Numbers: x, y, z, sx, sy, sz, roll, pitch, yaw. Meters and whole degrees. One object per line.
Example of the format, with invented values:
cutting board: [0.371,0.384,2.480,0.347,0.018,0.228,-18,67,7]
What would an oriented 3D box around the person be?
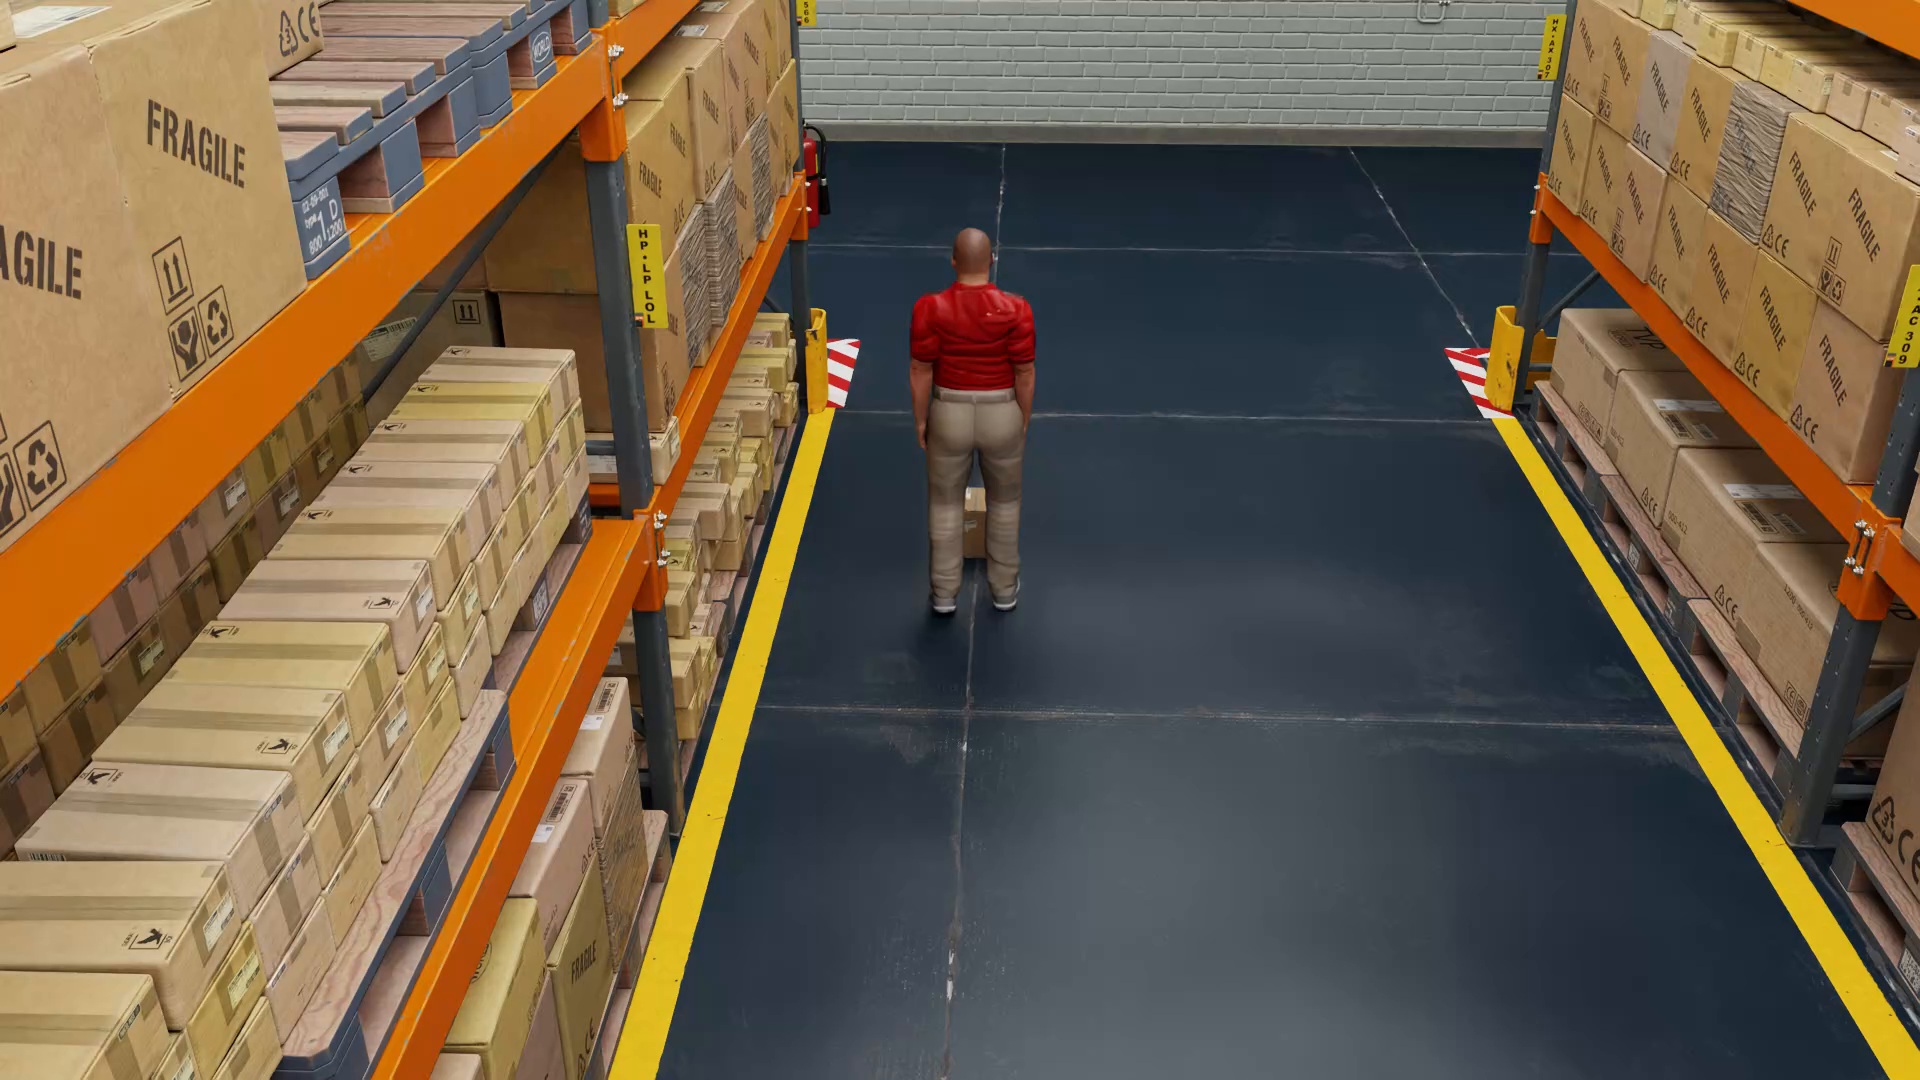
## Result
person: [0.053,-0.487,7.107,0.526,1.757,0.392,1,28,3]
